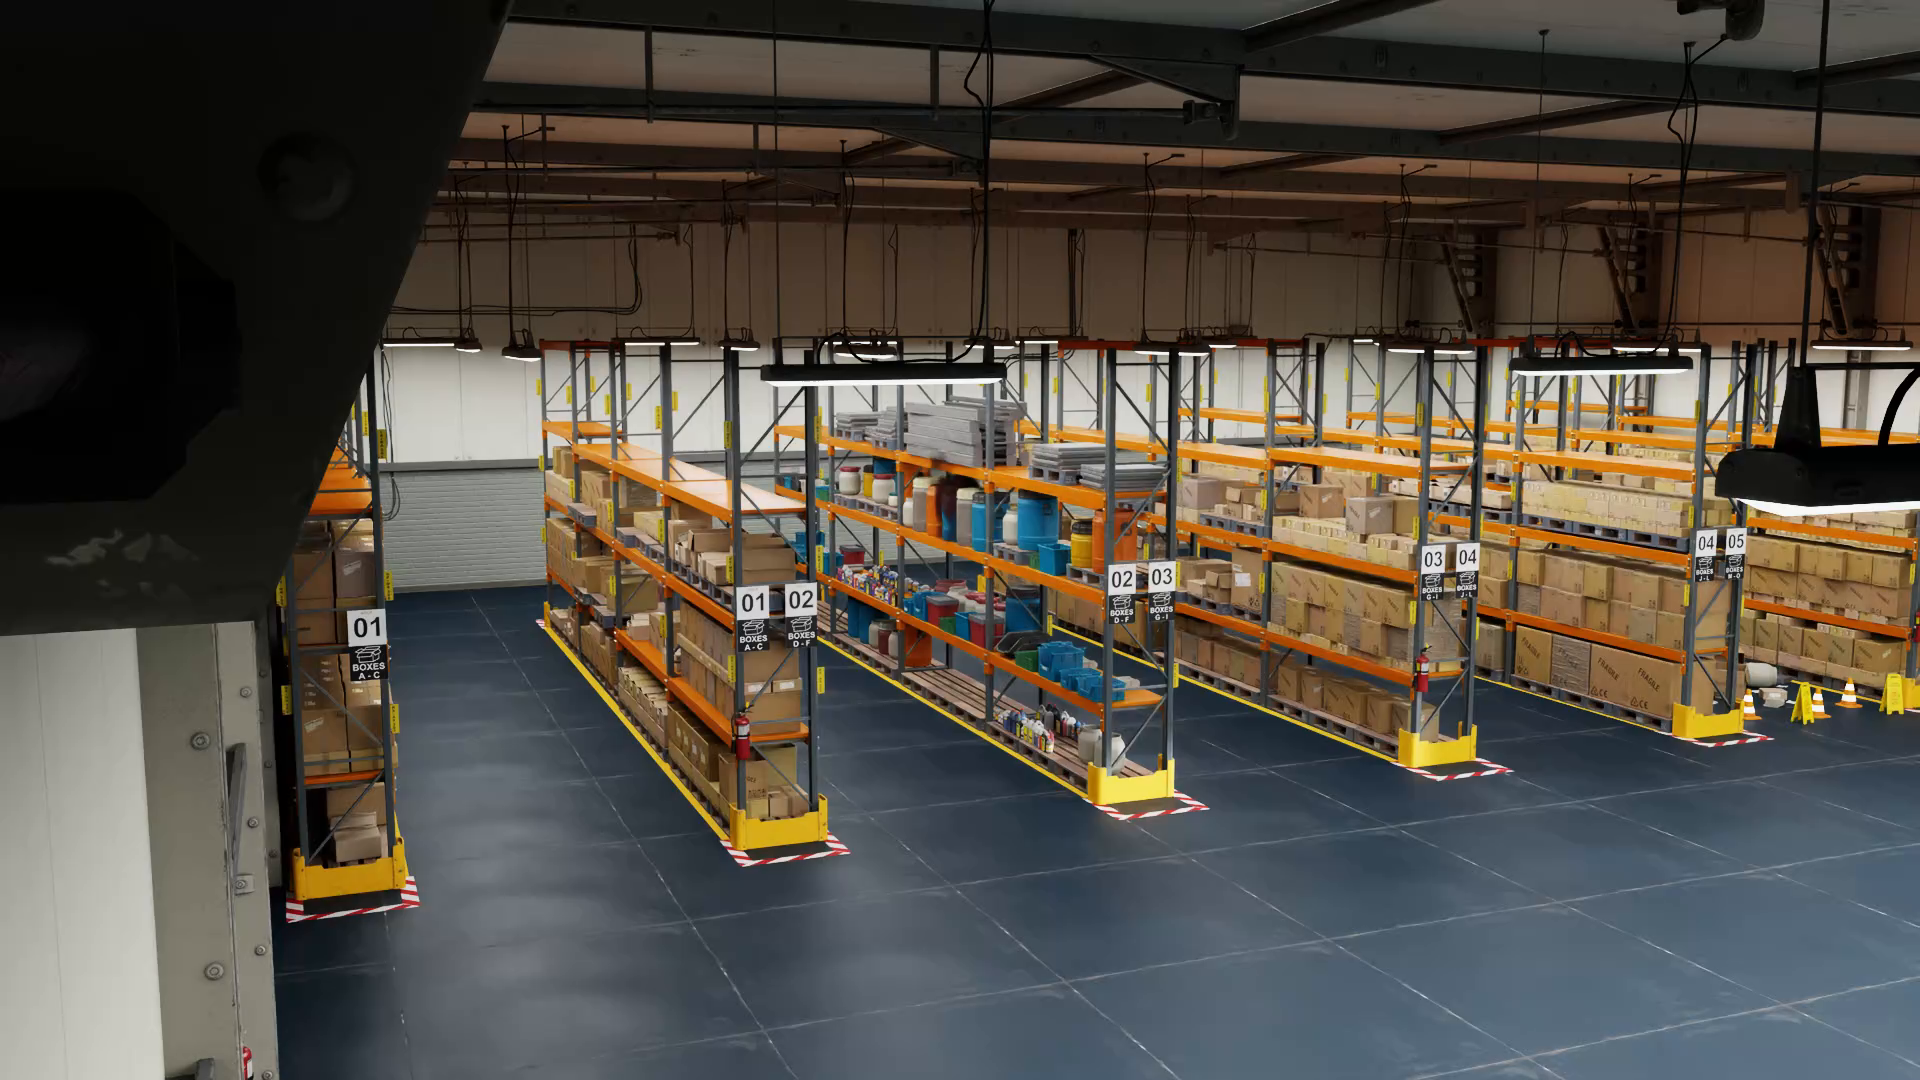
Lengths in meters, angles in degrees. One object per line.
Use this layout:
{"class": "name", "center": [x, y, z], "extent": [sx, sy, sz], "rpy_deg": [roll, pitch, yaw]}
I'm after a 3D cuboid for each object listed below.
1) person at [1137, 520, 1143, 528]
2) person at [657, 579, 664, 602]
{"class": "person", "center": [4.152, 0.289, 39.696], "extent": [0.588, 1.761, 0.557], "rpy_deg": [0, 7, -3]}
{"class": "person", "center": [-6.298, 1.061, 35.262], "extent": [0.490, 1.424, 0.677], "rpy_deg": [-6, 10, -39]}
